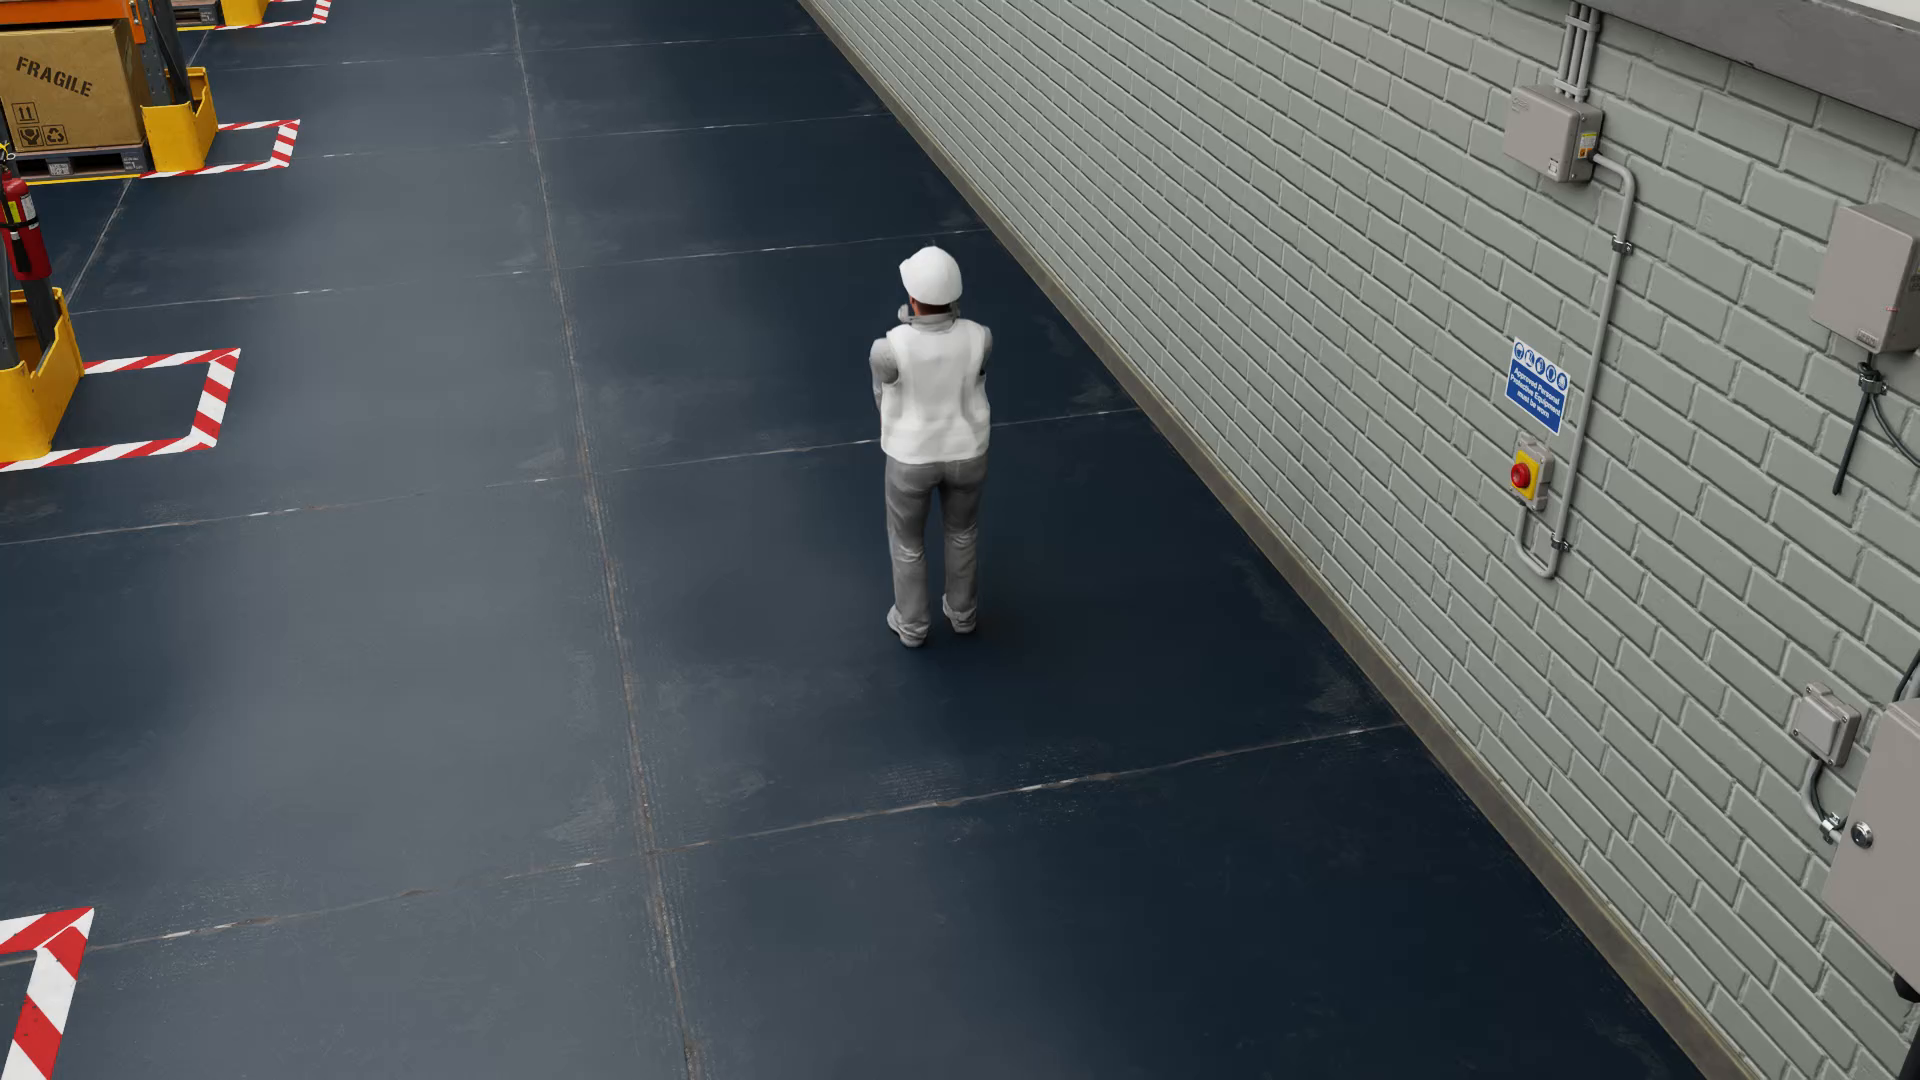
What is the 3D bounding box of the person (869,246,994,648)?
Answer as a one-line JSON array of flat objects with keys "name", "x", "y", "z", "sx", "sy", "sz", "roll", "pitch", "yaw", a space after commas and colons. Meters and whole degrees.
[{"name": "person", "x": -0.138, "y": -0.409, "z": 6.819, "sx": 0.494, "sy": 1.763, "sz": 0.557, "roll": -7, "pitch": 31, "yaw": -12}]
